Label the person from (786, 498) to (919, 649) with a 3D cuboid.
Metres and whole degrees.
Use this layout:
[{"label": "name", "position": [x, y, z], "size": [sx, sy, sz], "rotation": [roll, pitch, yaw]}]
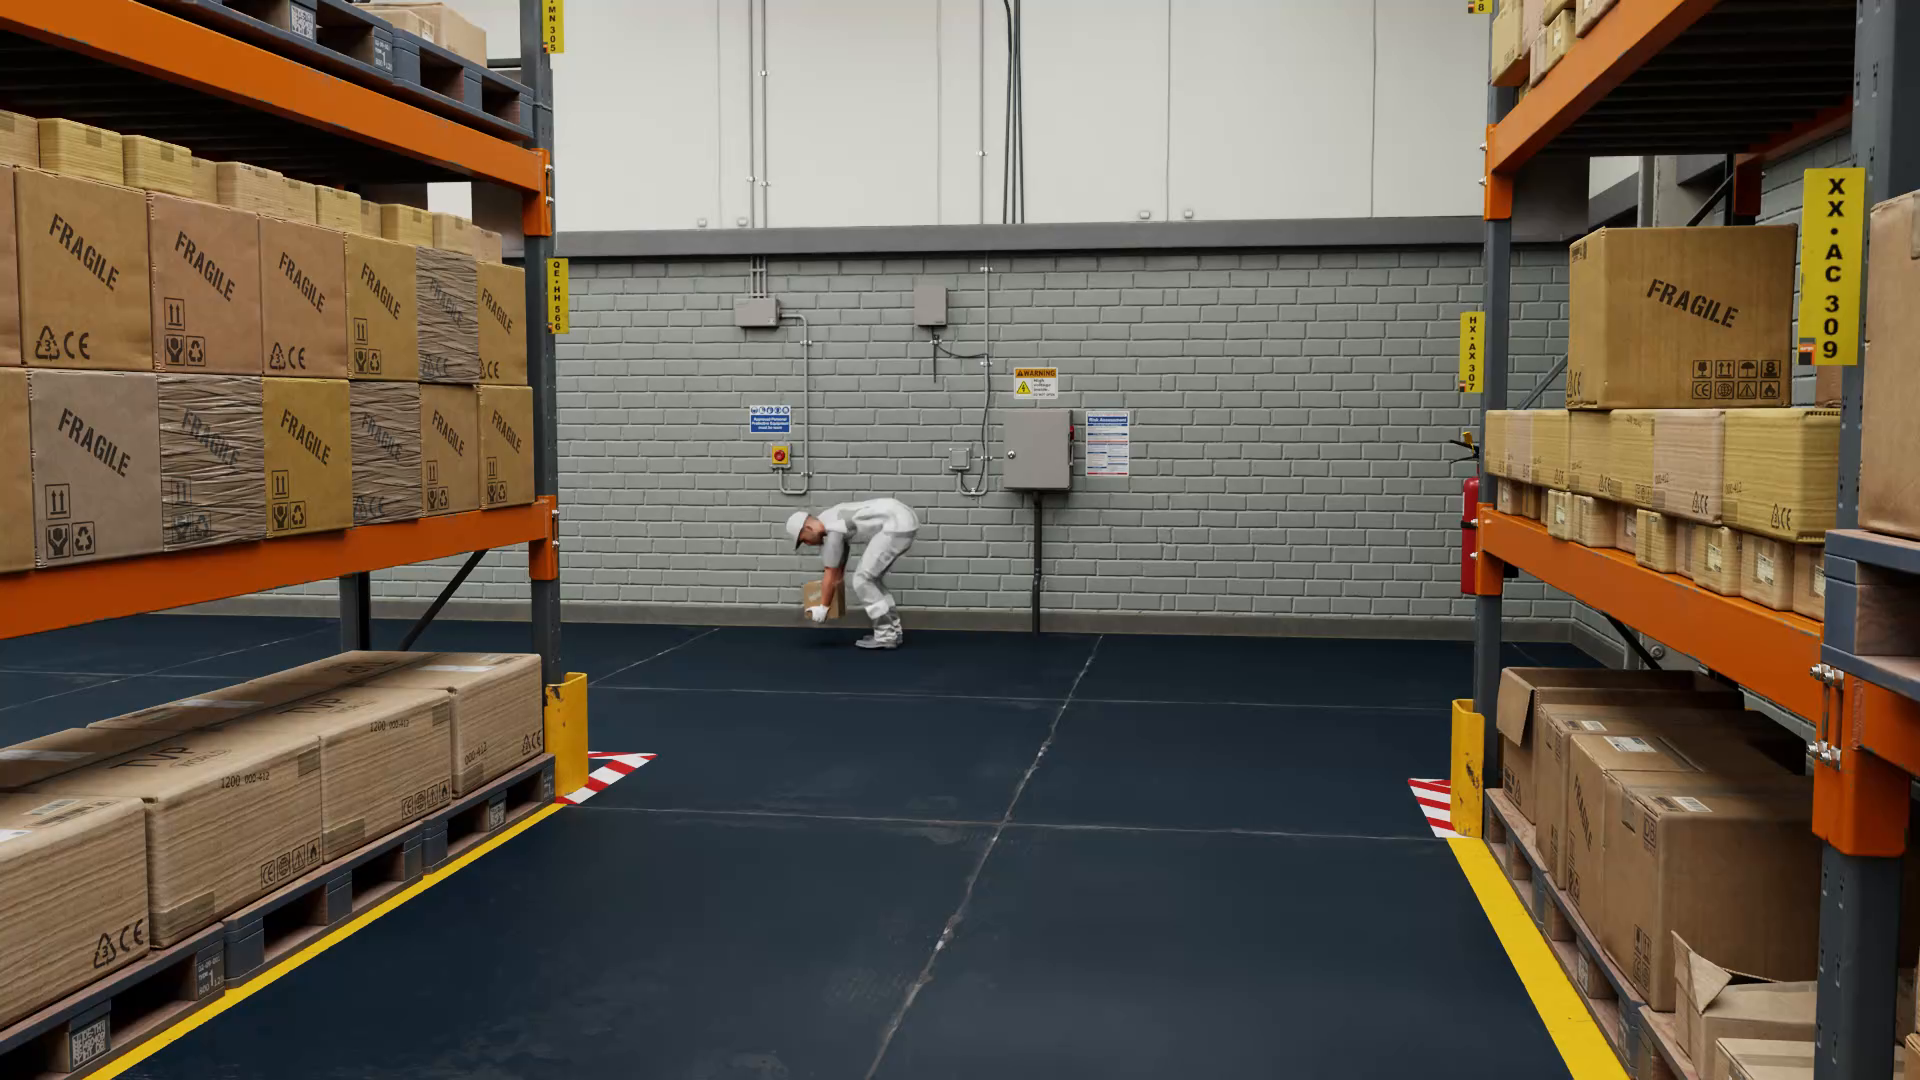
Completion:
[{"label": "person", "position": [-0.776, 0.234, 12.019], "size": [0.963, 1.072, 0.514], "rotation": [0, 4, 6]}]
